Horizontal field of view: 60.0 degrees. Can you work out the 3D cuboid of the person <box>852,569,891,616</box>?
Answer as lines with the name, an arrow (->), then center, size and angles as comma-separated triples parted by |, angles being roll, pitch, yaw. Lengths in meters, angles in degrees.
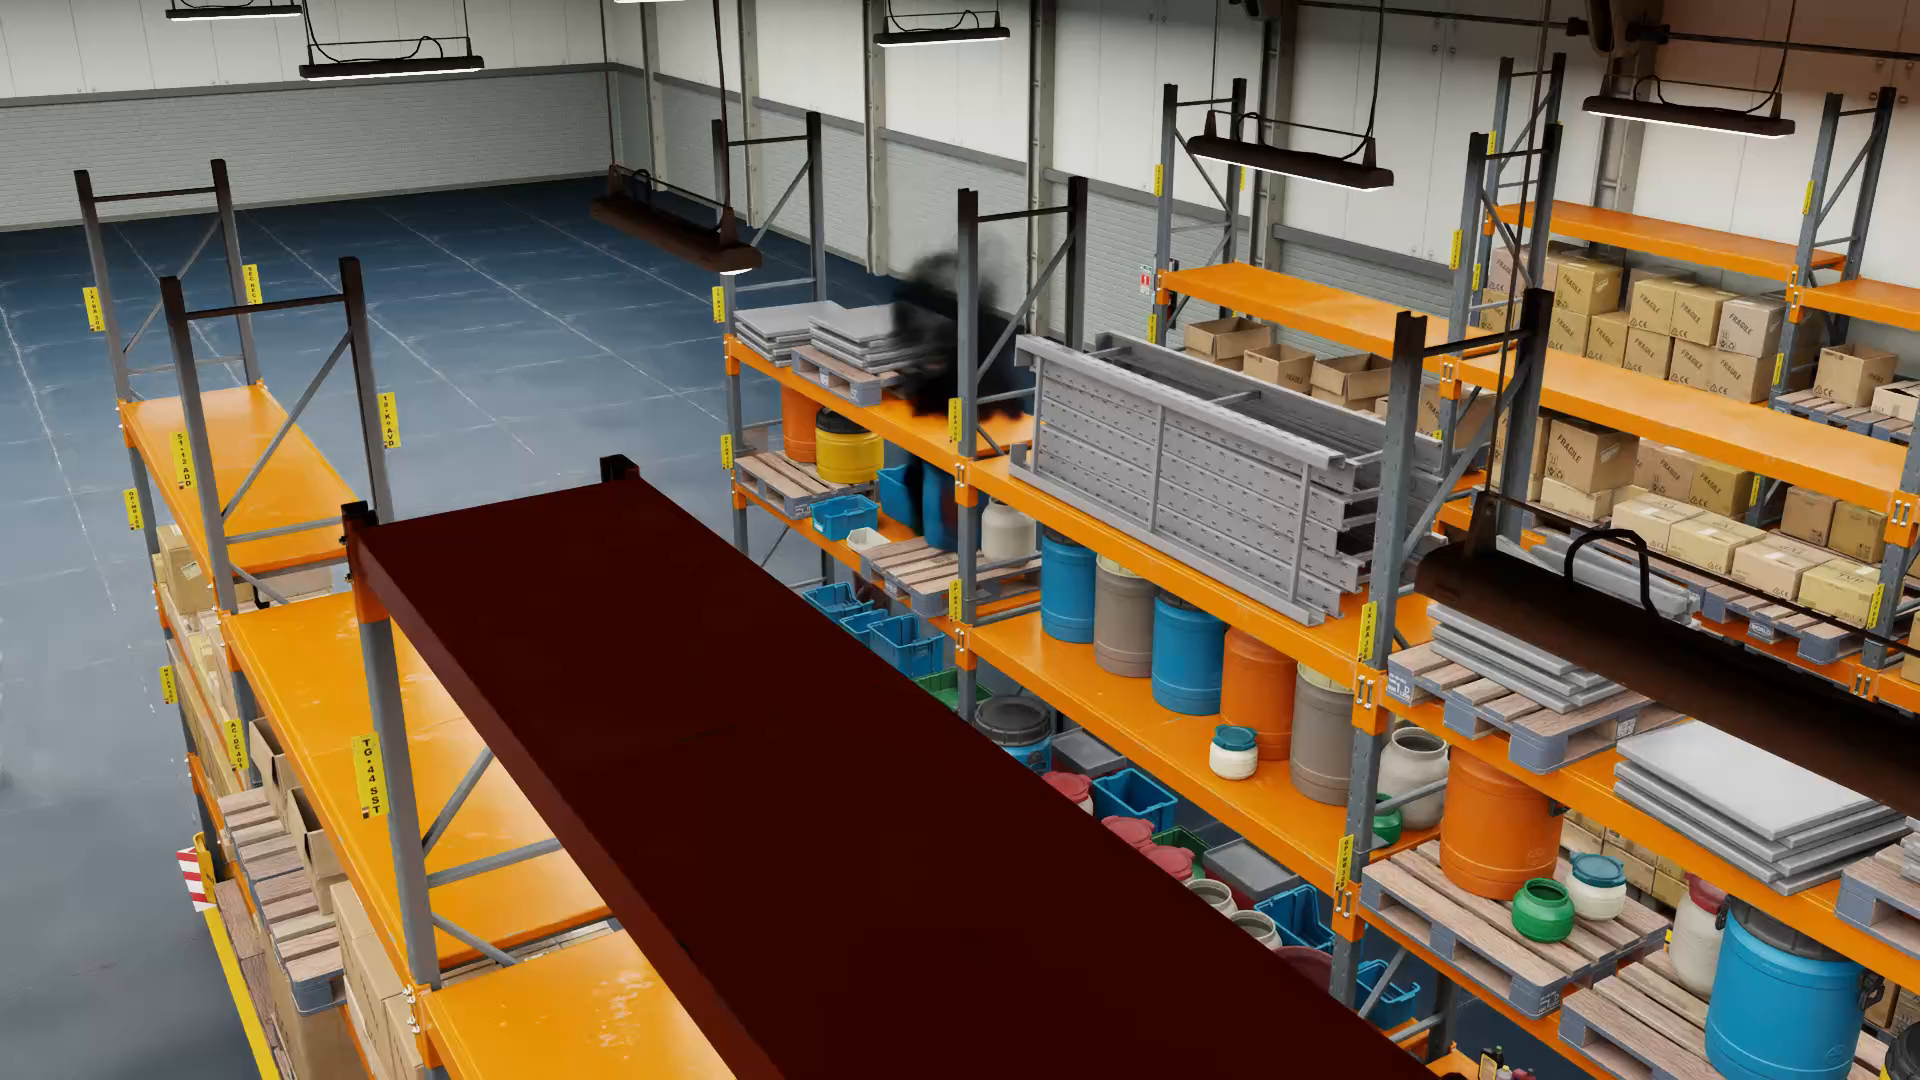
person -> -0.949, 0.723, 17.517 | 0.984, 1.525, 0.774 | 11, 24, 26
